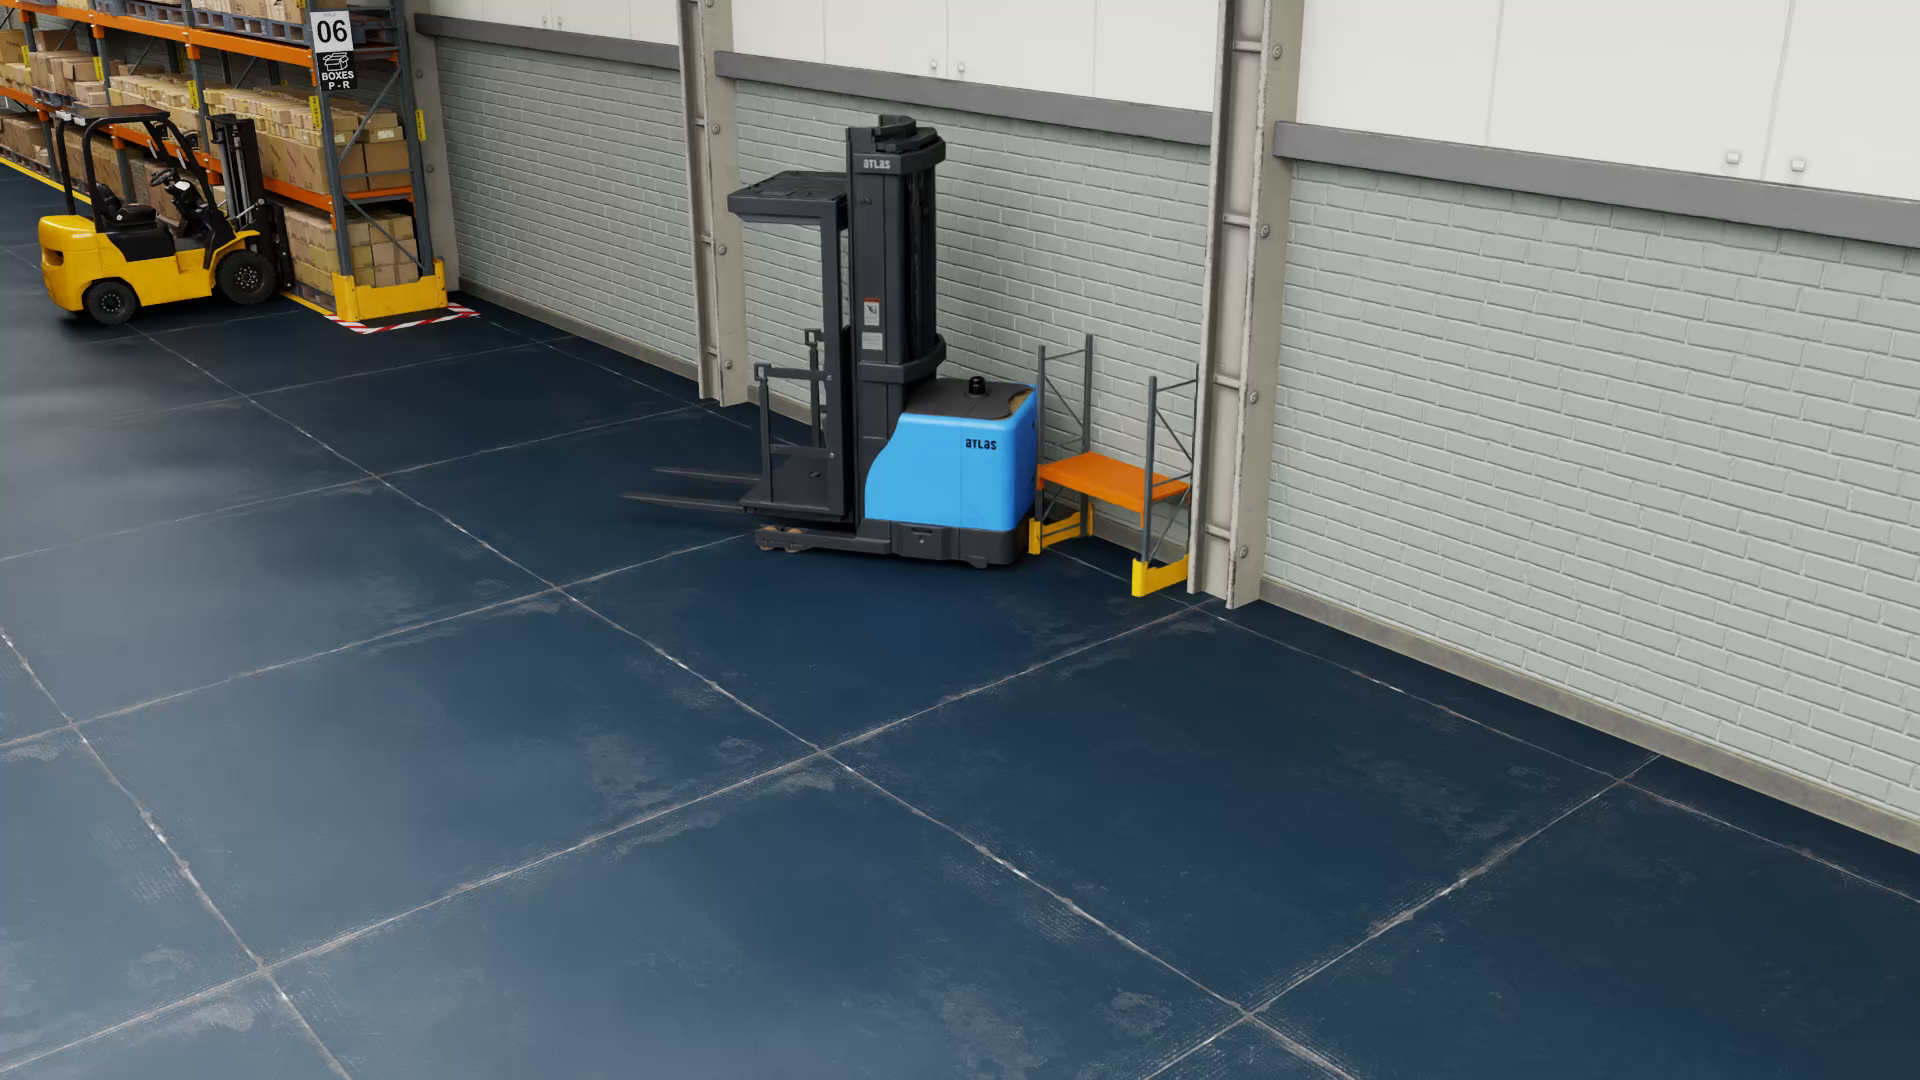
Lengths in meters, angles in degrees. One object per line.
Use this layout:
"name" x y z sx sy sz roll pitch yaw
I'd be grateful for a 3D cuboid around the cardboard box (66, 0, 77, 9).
"cardboard box" -12.375 -7.703 23.631 0.500 0.250 0.500 -17 27 -37

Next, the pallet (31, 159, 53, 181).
"pallet" -14.585 -6.150 27.397 1.003 0.211 1.213 -17 27 -37

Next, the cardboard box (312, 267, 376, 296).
"cardboard box" -6.851 -2.913 18.503 0.500 0.250 0.500 -17 27 -37

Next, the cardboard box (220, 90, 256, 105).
"cardboard box" -8.680 -5.330 20.046 0.380 0.149 0.250 -17 27 -37

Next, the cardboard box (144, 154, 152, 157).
"cardboard box" -11.895 -5.509 24.787 0.500 0.500 0.500 -17 27 -37

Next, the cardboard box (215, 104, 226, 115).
"cardboard box" -8.737 -5.175 20.058 0.380 0.149 0.250 -17 27 -36

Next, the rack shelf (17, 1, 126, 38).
"rack shelf" -12.832 -7.768 24.577 1.077 0.370 4.000 -17 27 -37

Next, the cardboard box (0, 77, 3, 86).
"cardboard box" -15.939 -7.723 27.934 0.380 0.149 0.250 -18 28 -39

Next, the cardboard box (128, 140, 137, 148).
"cardboard box" -12.322 -5.993 25.134 0.380 0.149 0.250 -18 28 -39

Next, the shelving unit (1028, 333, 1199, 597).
"shelving unit" 1.052 -0.533 11.288 0.587 1.500 1.083 -18 27 -38

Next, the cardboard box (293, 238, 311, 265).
"cardboard box" -7.179 -3.293 18.786 0.500 0.250 0.500 -18 28 -38

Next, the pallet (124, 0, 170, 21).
"pallet" -10.284 -6.988 21.858 1.003 0.211 1.213 -16 26 -35

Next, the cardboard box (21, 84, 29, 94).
"cardboard box" -14.912 -7.303 26.860 0.380 0.149 0.250 -17 27 -36

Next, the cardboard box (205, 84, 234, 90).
"cardboard box" -9.775 -5.910 21.934 0.380 0.149 0.250 -18 27 -38

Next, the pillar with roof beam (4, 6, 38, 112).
"pillar with roof beam" -21.087 -11.092 27.965 9.100 9.000 0.400 -17 27 -37

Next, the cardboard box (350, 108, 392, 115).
"cardboard box" -6.488 -4.662 18.341 0.380 0.149 0.250 -16 27 -36

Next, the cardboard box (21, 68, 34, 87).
"cardboard box" -14.655 -7.410 26.588 0.500 0.250 0.500 -17 27 -36

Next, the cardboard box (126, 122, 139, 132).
"cardboard box" -11.098 -5.763 22.790 0.500 0.250 0.500 -18 28 -39

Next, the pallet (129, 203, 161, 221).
"pallet" -11.019 -4.619 23.486 1.003 0.211 1.213 -17 27 -37

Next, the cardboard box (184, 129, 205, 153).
"cardboard box" -9.443 -5.056 20.984 0.500 0.250 0.500 -17 27 -36

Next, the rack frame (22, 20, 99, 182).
"rack frame" -14.138 -7.259 26.404 1.000 3.000 0.127 -17 27 -37

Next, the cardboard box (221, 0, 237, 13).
"cardboard box" -8.177 -6.142 18.912 0.396 0.266 0.258 -18 28 -39

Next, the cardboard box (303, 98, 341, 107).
"cardboard box" -7.350 -5.008 19.223 0.380 0.149 0.250 -17 27 -37

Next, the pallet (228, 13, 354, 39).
"pallet" -7.547 -5.838 18.784 1.003 0.211 1.213 -17 27 -37

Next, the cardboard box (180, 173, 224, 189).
"cardboard box" -9.766 -4.496 22.030 0.875 0.625 0.625 -18 28 -38

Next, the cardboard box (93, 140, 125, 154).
"cardboard box" -12.682 -5.867 24.813 0.380 0.149 0.250 -18 28 -38

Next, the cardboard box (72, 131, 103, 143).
"cardboard box" -13.501 -6.231 25.742 0.380 0.149 0.250 -18 28 -38

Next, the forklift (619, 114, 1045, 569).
"forklift" -0.958 -1.452 11.672 3.031 2.935 1.130 6 22 14

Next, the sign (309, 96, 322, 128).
"sign" -6.725 -4.467 17.365 0.100 0.325 0.005 -17 27 -37

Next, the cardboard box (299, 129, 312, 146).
"cardboard box" -6.933 -4.385 18.039 0.380 0.149 0.250 -17 27 -37

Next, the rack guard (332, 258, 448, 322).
"rack guard" -6.289 -2.773 18.378 1.175 0.500 0.348 -17 27 -37

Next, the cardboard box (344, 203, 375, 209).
"cardboard box" -7.122 -3.780 19.345 0.500 0.250 0.500 -18 27 -38

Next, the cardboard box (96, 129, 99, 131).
"cardboard box" -13.503 -6.488 26.398 0.380 0.149 0.250 -17 27 -37

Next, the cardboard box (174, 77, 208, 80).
"cardboard box" -10.570 -6.278 22.872 0.380 0.149 0.250 -18 28 -38

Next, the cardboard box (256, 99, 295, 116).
"cardboard box" -7.855 -4.975 19.139 0.380 0.149 0.250 -17 27 -37

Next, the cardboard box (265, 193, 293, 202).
"cardboard box" -8.178 -3.943 19.760 0.500 0.250 0.500 -16 27 -36

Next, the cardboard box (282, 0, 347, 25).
"cardboard box" -6.778 -5.693 17.443 0.500 0.500 0.500 -16 27 -36

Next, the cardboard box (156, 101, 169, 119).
"cardboard box" -10.101 -5.569 21.610 0.500 0.250 0.500 -17 27 -36

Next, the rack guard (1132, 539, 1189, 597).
"rack guard" 1.380 0.186 11.167 0.587 0.250 0.087 -18 27 -38

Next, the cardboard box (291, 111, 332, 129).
"cardboard box" -7.074 -4.606 18.196 0.380 0.149 0.250 -17 27 -36

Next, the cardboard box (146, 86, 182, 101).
"cardboard box" -10.395 -5.839 21.753 0.380 0.149 0.250 -18 28 -39

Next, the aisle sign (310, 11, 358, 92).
"aisle sign" -6.485 -5.066 17.240 0.394 0.787 0.004 -17 27 -37

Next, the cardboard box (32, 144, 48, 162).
"cardboard box" -14.957 -6.364 27.292 0.396 0.266 0.258 -16 27 -36

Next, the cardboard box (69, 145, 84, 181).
"cardboard box" -13.315 -5.819 25.581 0.500 0.500 0.500 -18 28 -39

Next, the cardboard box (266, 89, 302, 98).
"cardboard box" -8.163 -5.370 20.148 0.380 0.149 0.250 -18 28 -38

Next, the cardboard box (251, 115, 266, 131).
"cardboard box" -7.913 -4.814 19.137 0.380 0.149 0.250 -18 28 -38

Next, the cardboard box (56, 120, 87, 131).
"cardboard box" -13.899 -6.508 26.042 0.380 0.149 0.250 -19 28 -40

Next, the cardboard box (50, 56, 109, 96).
"cardboard box" -13.141 -6.954 24.913 0.700 0.500 0.500 -18 27 -38

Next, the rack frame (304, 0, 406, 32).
"rack frame" -6.305 -6.737 16.845 1.000 3.000 0.127 -17 27 -37

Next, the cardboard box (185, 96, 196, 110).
"cardboard box" -9.489 -5.506 20.901 0.380 0.149 0.250 -18 28 -38

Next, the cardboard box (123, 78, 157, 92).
"cardboard box" -11.180 -6.206 22.689 0.380 0.149 0.250 -17 27 -36

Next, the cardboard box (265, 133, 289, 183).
"cardboard box" -7.491 -4.350 18.841 0.500 0.500 0.500 -18 28 -38
